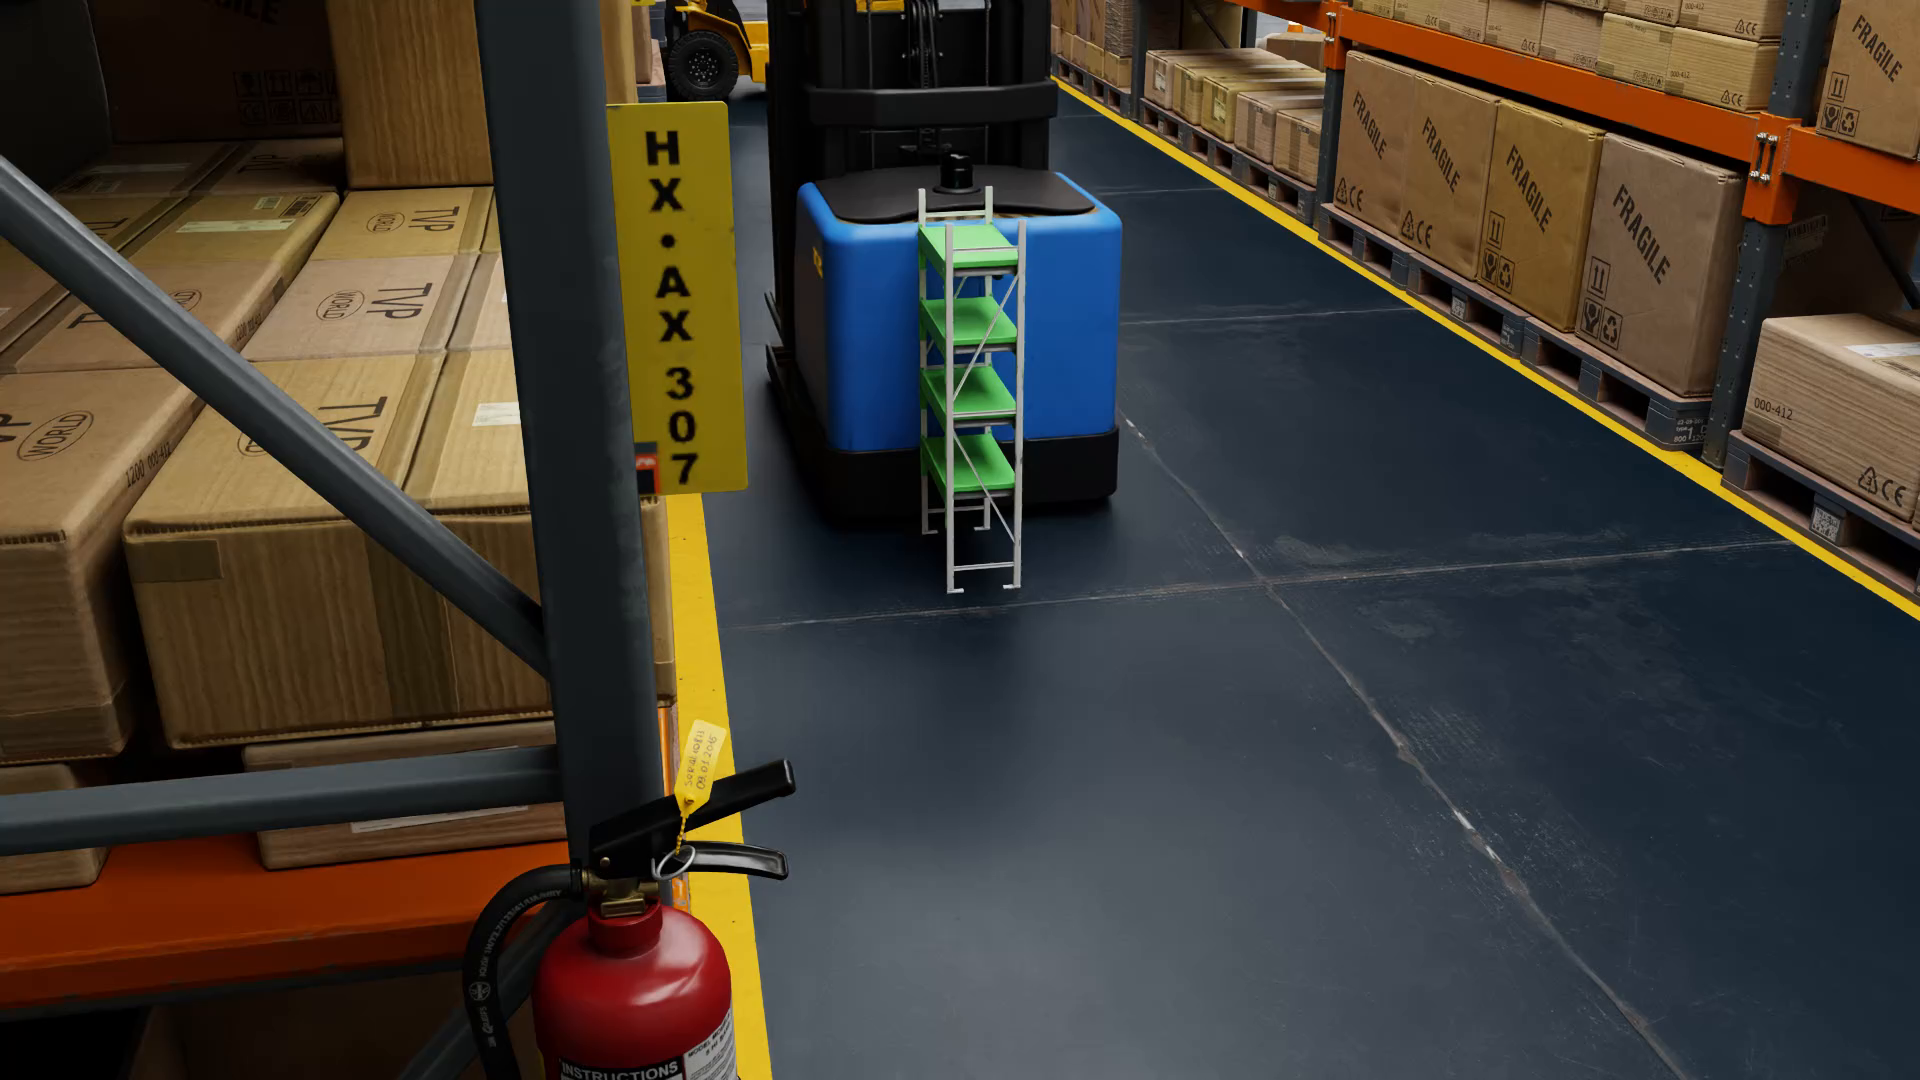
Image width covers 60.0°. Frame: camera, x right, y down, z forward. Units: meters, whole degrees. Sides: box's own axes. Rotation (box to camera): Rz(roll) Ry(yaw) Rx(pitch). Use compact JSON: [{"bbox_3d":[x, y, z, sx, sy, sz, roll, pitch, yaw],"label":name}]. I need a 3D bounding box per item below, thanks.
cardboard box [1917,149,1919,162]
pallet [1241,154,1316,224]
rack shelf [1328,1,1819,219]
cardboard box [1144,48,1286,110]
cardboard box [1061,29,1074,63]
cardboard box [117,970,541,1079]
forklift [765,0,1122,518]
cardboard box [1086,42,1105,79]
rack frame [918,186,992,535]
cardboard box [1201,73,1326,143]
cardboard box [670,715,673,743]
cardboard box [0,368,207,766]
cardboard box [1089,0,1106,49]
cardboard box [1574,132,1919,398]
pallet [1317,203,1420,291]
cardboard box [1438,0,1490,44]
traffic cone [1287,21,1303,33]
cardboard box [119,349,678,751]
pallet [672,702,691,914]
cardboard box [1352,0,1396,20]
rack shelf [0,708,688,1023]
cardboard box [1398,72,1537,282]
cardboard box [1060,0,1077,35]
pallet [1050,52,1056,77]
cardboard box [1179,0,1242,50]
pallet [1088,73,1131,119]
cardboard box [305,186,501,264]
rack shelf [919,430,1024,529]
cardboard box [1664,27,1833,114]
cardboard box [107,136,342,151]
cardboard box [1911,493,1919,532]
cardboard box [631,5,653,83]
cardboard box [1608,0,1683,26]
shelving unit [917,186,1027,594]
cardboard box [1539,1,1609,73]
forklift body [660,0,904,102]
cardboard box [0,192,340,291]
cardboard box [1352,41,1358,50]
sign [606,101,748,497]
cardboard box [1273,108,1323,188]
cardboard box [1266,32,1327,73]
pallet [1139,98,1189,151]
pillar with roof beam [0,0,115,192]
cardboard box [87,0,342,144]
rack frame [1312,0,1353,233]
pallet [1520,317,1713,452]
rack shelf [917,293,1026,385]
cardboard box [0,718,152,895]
[{"bbox_3d":[3.292,-1.338,4.942,0.500,0.500,0.500,-4,24,-9],"label":"cardboard box"},{"bbox_3d":[2.491,-2.298,10.747,1.003,0.211,1.213,-4,24,-10],"label":"pallet"},{"bbox_3d":[3.004,-2.152,7.828,1.077,0.370,4.000,-4,24,-10],"label":"rack shelf"},{"bbox_3d":[1.994,-3.624,13.057,0.950,0.372,0.625,-4,24,-9],"label":"cardboard box"},{"bbox_3d":[1.232,-4.594,15.433,0.500,0.250,0.500,-3,24,-6],"label":"cardboard box"},{"bbox_3d":[-0.784,0.951,2.418,0.797,0.503,0.637,-5,24,-12],"label":"cardboard box"},{"bbox_3d":[-0.240,-1.982,6.625,1.130,2.935,3.031,-5,24,-11],"label":"forklift"},{"bbox_3d":[1.412,-4.195,14.518,0.500,0.250,0.500,-5,24,-11],"label":"cardboard box"},{"bbox_3d":[-0.015,-0.581,5.580,0.240,1.200,0.015,-4,24,-10],"label":"rack frame"},{"bbox_3d":[2.260,-3.068,11.785,0.950,0.372,0.625,-4,24,-8],"label":"cardboard box"},{"bbox_3d":[-0.903,0.398,3.688,0.500,0.500,0.500,-4,24,-9],"label":"cardboard box"},{"bbox_3d":[-1.110,0.019,1.775,0.500,0.250,0.500,-4,24,-8],"label":"cardboard box"},{"bbox_3d":[1.425,-4.530,14.349,0.500,0.500,0.500,-4,24,-9],"label":"cardboard box"},{"bbox_3d":[3.180,-1.151,6.769,0.875,0.875,0.875,-4,24,-8],"label":"cardboard box"},{"bbox_3d":[2.706,-1.675,9.320,1.003,0.211,1.213,-4,24,-10],"label":"pallet"},{"bbox_3d":[2.681,-2.581,8.099,0.500,0.250,0.500,-4,24,-8],"label":"cardboard box"},{"bbox_3d":[3.530,-5.394,17.523,0.336,0.463,0.334,-4,24,-10],"label":"traffic cone"},{"bbox_3d":[-0.583,-0.019,1.860,0.500,0.250,0.500,-4,24,-9],"label":"cardboard box"},{"bbox_3d":[-1.149,0.703,3.877,1.003,0.211,1.213,-4,24,-10],"label":"pallet"},{"bbox_3d":[2.477,-2.988,9.032,0.500,0.250,0.500,-5,24,-11],"label":"cardboard box"},{"bbox_3d":[-1.134,-0.210,3.381,1.077,0.370,4.000,-4,24,-10],"label":"rack shelf"},{"bbox_3d":[2.841,-1.858,8.386,0.875,0.875,0.875,-4,24,-9],"label":"cardboard box"},{"bbox_3d":[1.223,-4.940,15.288,0.500,0.500,0.500,-4,24,-9],"label":"cardboard box"},{"bbox_3d":[1.284,-4.785,16.442,1.003,0.211,1.213,-4,24,-10],"label":"pallet"},{"bbox_3d":[2.051,-4.370,13.981,0.500,0.500,0.500,-3,24,-7],"label":"cardboard box"},{"bbox_3d":[1.735,-3.825,14.244,1.003,0.211,1.213,-4,24,-10],"label":"pallet"},{"bbox_3d":[-0.774,-0.416,2.770,0.500,0.250,0.500,-5,24,-11],"label":"cardboard box"},{"bbox_3d":[0.031,-0.206,5.482,0.258,0.148,0.480,-4,24,-10],"label":"rack shelf"},{"bbox_3d":[3.043,-1.784,6.274,0.500,0.250,0.500,-5,24,-11],"label":"cardboard box"},{"bbox_3d":[-1.485,-0.779,3.601,0.500,0.250,0.500,-4,24,-9],"label":"cardboard box"},{"bbox_3d":[3.550,-0.106,4.922,0.875,0.438,0.875,-5,24,-11],"label":"cardboard box"},{"bbox_3d":[-1.373,-1.771,5.408,0.700,0.500,0.500,-4,24,-8],"label":"cardboard box"},{"bbox_3d":[2.953,-2.207,6.617,0.500,0.250,0.500,-4,24,-8],"label":"cardboard box"},{"bbox_3d":[0.031,-0.485,5.361,0.258,1.200,0.503,-4,24,-10],"label":"shelving unit"},{"bbox_3d":[2.875,-2.184,7.190,0.500,0.250,0.500,-5,24,-11],"label":"cardboard box"},{"bbox_3d":[-1.579,-5.046,14.617,2.313,2.155,1.214,-4,24,-10],"label":"forklift body"},{"bbox_3d":[-1.291,-0.379,2.687,0.500,0.250,0.500,-4,24,-8],"label":"cardboard box"},{"bbox_3d":[3.967,-4.767,16.037,0.637,0.503,0.797,18,29,36],"label":"cardboard box"},{"bbox_3d":[-0.231,-0.189,1.354,0.100,0.325,0.005,-4,24,-10],"label":"sign"},{"bbox_3d":[2.539,-2.479,10.437,0.950,0.372,0.625,-6,24,-13],"label":"cardboard box"},{"bbox_3d":[3.033,-4.219,14.783,0.500,0.500,0.500,13,27,27],"label":"cardboard box"},{"bbox_3d":[2.040,-3.257,12.945,1.003,0.211,1.213,-4,24,-10],"label":"pallet"},{"bbox_3d":[1.970,-4.053,3.787,9.100,9.000,0.400,-4,24,-10],"label":"pillar with roof beam"},{"bbox_3d":[-1.490,-1.132,3.472,0.500,0.500,0.500,-5,24,-11],"label":"cardboard box"},{"bbox_3d":[2.634,-3.268,9.485,1.000,3.000,0.127,-4,24,-10],"label":"rack frame"},{"bbox_3d":[3.157,-0.715,7.123,1.003,0.211,1.213,-4,24,-10],"label":"pallet"},{"bbox_3d":[0.031,-0.646,5.290,0.258,0.148,0.480,-4,24,-10],"label":"rack shelf"},{"bbox_3d":[-1.089,0.252,1.739,0.380,0.149,0.250,-5,24,-10],"label":"cardboard box"}]
